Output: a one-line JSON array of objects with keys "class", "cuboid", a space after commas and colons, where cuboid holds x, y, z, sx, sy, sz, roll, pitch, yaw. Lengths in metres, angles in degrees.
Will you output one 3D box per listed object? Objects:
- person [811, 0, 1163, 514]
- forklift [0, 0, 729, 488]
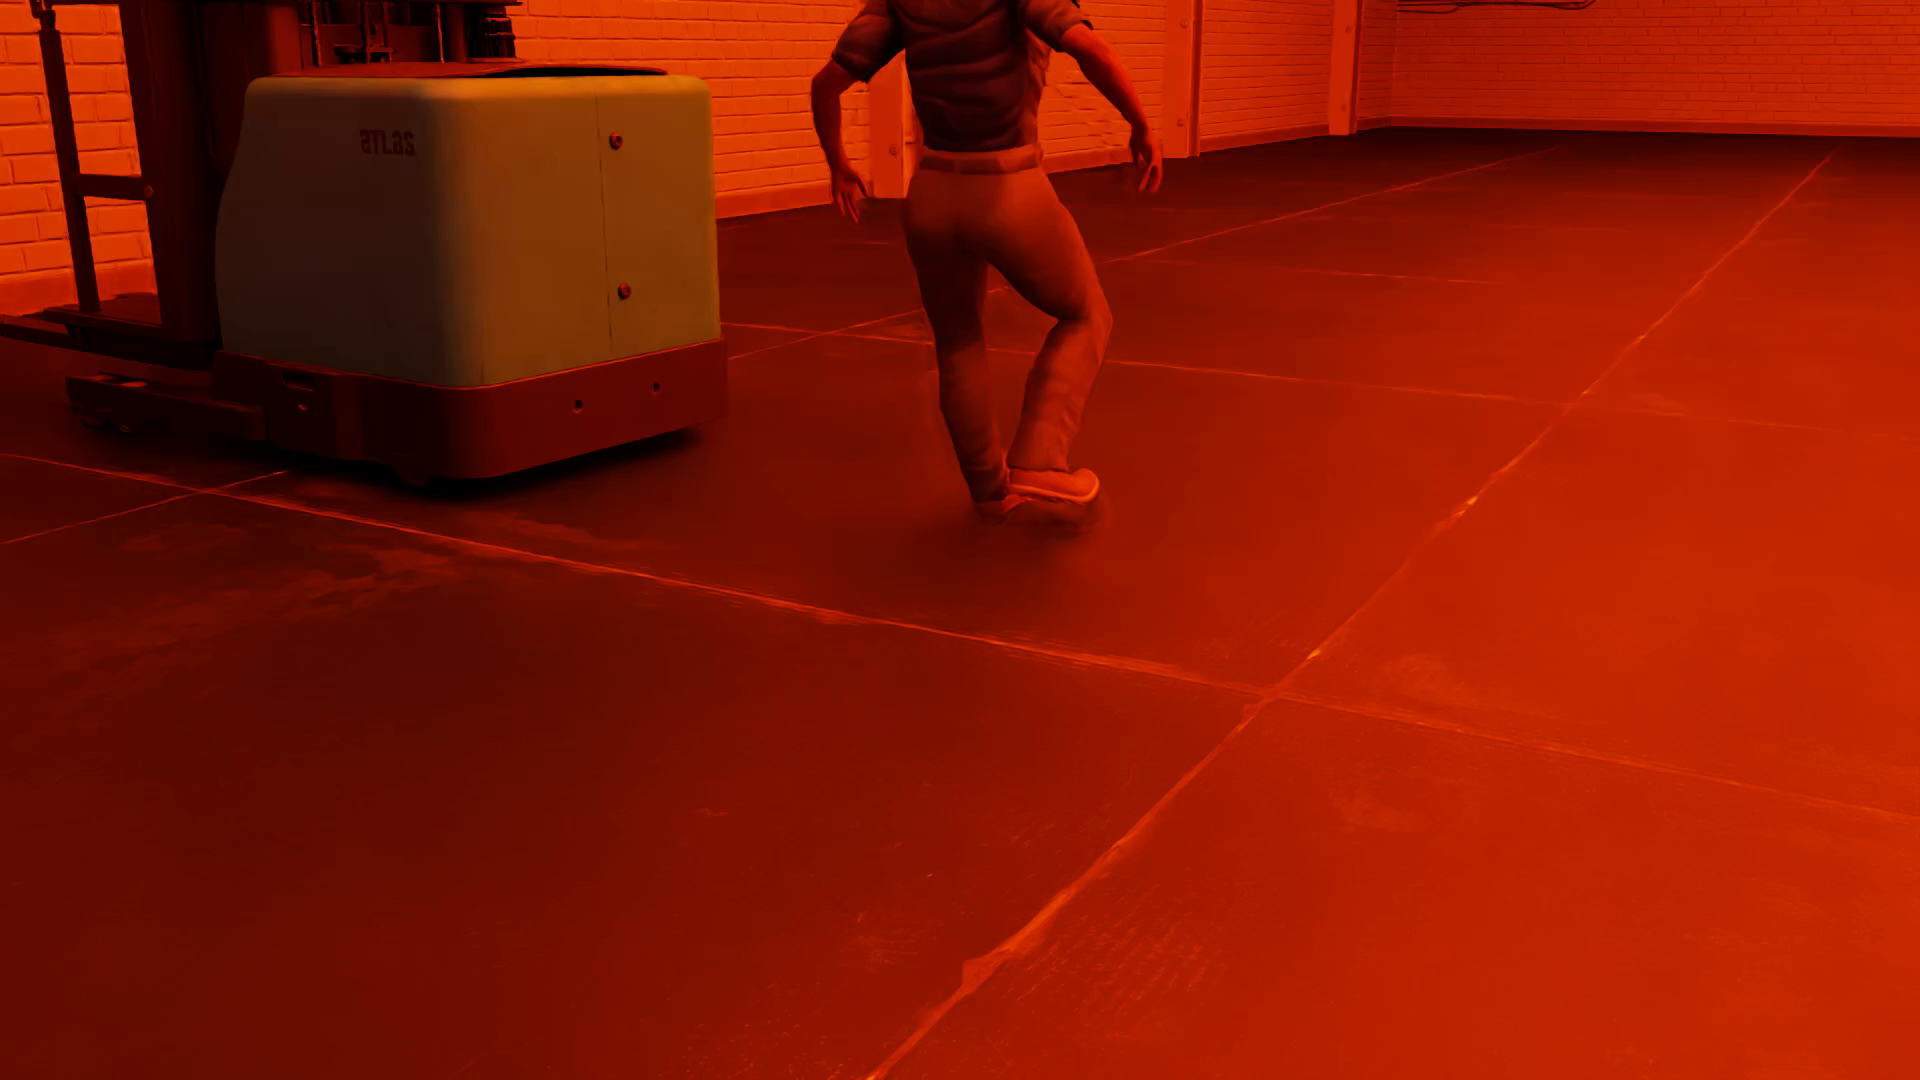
[{"class": "person", "cuboid": [0.099, -0.797, 4.011, 0.824, 1.601, 0.615, 9, 19, 29]}, {"class": "forklift", "cuboid": [-2.212, -1.845, 5.119, 3.031, 2.935, 1.130, 11, 20, 33]}]
